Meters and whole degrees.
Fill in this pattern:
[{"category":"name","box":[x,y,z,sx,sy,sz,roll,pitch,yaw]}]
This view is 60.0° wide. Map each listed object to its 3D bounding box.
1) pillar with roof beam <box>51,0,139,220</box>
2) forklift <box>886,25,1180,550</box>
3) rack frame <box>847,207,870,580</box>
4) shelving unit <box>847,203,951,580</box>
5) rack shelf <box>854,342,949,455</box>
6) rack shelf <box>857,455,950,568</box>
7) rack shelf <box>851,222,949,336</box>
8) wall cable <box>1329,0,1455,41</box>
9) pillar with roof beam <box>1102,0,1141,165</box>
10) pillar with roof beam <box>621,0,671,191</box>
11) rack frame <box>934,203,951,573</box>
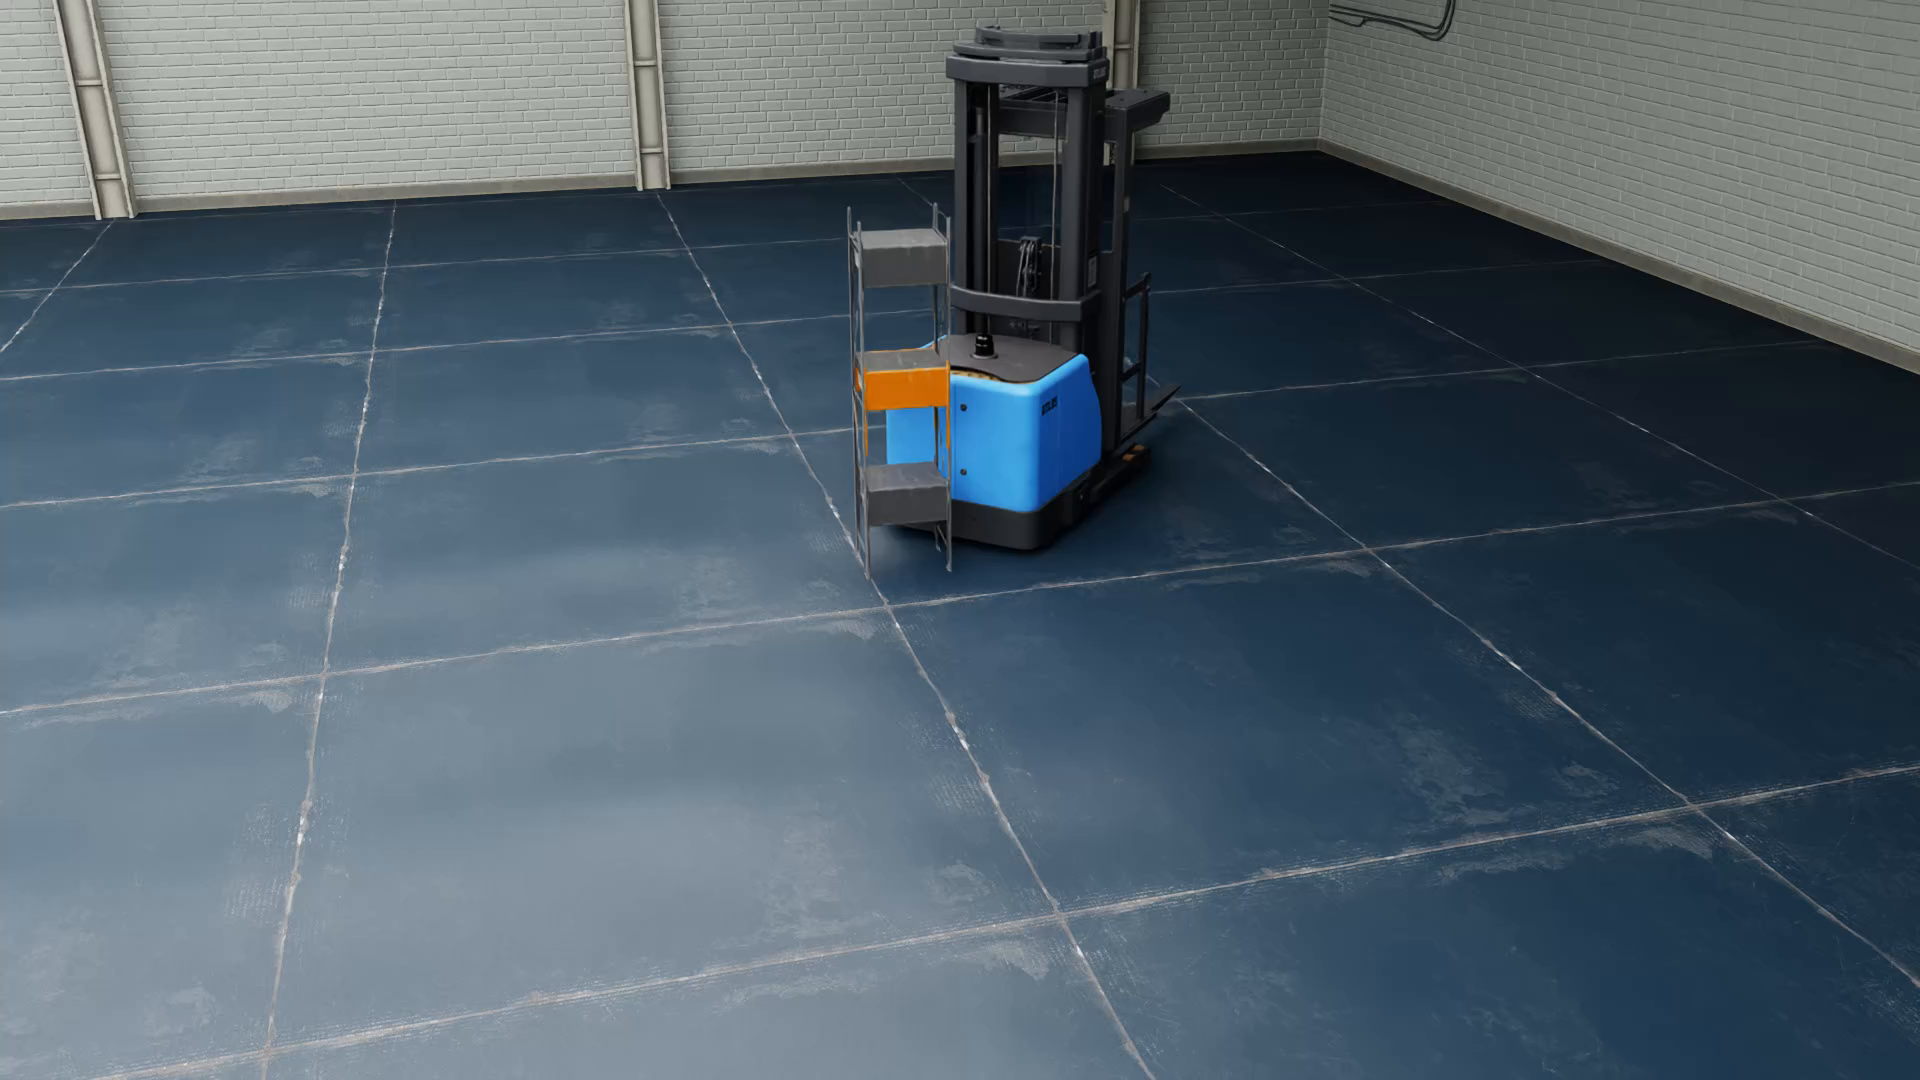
[{"category":"pillar with roof beam","box":[-8.352,-6.162,13.200,0.400,9.000,9.100,-6,24,-14]},{"category":"forklift","box":[0.656,-1.833,10.806,1.130,2.935,3.031,11,26,25]},{"category":"rack frame","box":[-0.577,-0.807,9.468,0.015,2.100,0.400,-5,24,-11]},{"category":"shelving unit","box":[-0.338,-0.827,9.515,0.503,2.100,0.431,-5,24,-11]},{"category":"rack shelf","box":[-0.338,-0.815,9.520,0.480,0.518,0.431,-5,24,-11]},{"category":"rack shelf","box":[-0.338,-0.171,9.796,0.480,0.518,0.431,-5,24,-11]},{"category":"rack shelf","box":[-0.338,-1.458,9.244,0.480,0.518,0.431,-5,24,-11]},{"category":"wall cable","box":[5.232,-7.460,20.161,0.112,2.526,3.097,-6,24,-14]},{"category":"pillar with roof beam","box":[3.202,-7.441,16.179,0.400,9.000,9.100,-6,24,-14]},{"category":"pillar with roof beam","box":[-2.575,-6.802,14.689,0.400,9.000,9.100,-6,24,-14]},{"category":"rack frame","box":[-0.100,-0.848,9.562,0.015,2.100,0.400,-5,24,-11]}]
